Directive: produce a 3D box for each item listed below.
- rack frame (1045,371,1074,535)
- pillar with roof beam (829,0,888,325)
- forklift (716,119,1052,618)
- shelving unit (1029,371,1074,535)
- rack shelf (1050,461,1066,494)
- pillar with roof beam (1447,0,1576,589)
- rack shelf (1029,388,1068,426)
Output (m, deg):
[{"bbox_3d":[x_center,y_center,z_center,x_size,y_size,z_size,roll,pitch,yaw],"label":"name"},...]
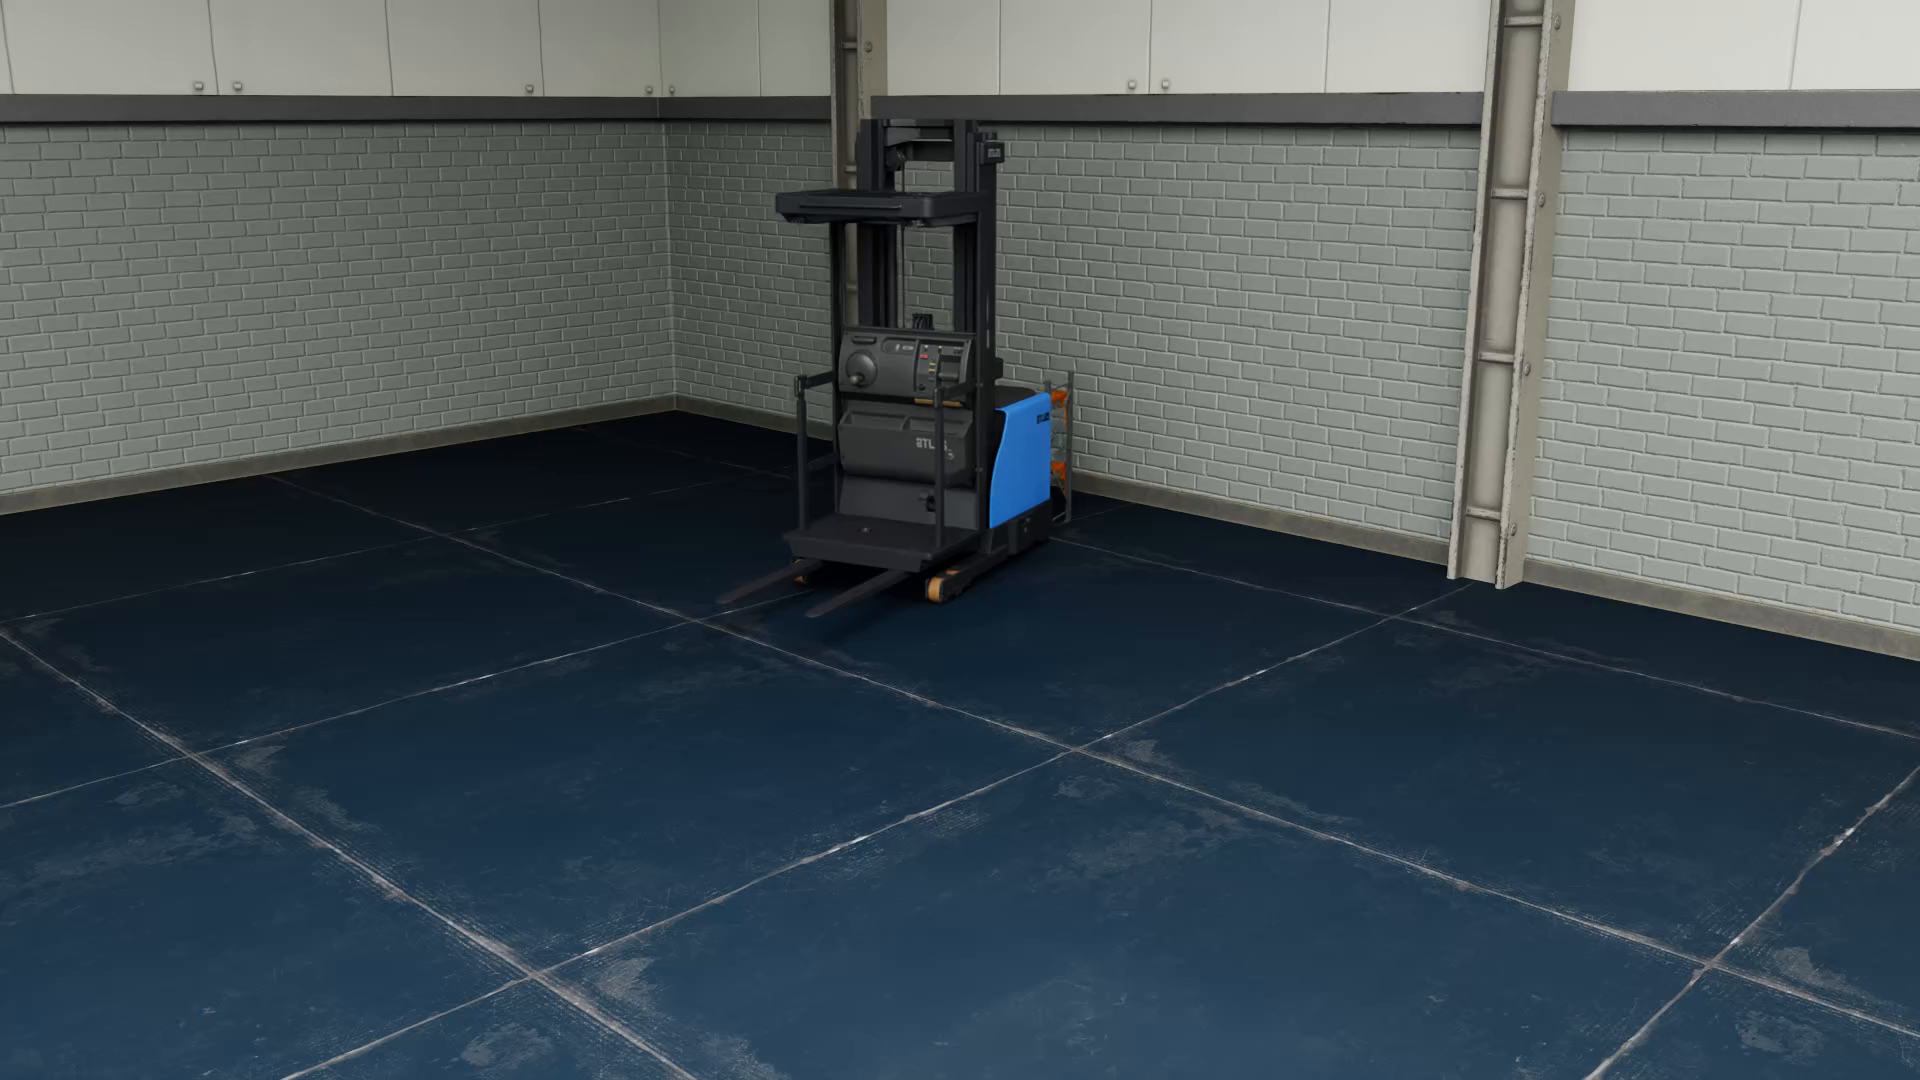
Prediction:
[{"bbox_3d":[0.720,-0.640,12.158,0.032,1.125,0.500,6,16,23],"label":"rack frame"},{"bbox_3d":[-3.848,-4.368,10.848,0.400,9.000,9.100,14,20,42],"label":"pillar with roof beam"},{"bbox_3d":[-0.451,-1.147,10.523,1.130,2.935,3.031,7,16,26],"label":"forklift"},{"bbox_3d":[0.257,-0.693,12.360,1.048,1.125,0.538,6,16,23],"label":"shelving unit"},{"bbox_3d":[0.257,-0.456,12.422,1.000,0.278,0.538,6,16,23],"label":"rack shelf"},{"bbox_3d":[0.471,-3.318,6.818,0.400,9.000,9.100,14,20,42],"label":"pillar with roof beam"},{"bbox_3d":[0.257,-0.976,12.286,1.000,0.278,0.538,6,16,23],"label":"rack shelf"}]
